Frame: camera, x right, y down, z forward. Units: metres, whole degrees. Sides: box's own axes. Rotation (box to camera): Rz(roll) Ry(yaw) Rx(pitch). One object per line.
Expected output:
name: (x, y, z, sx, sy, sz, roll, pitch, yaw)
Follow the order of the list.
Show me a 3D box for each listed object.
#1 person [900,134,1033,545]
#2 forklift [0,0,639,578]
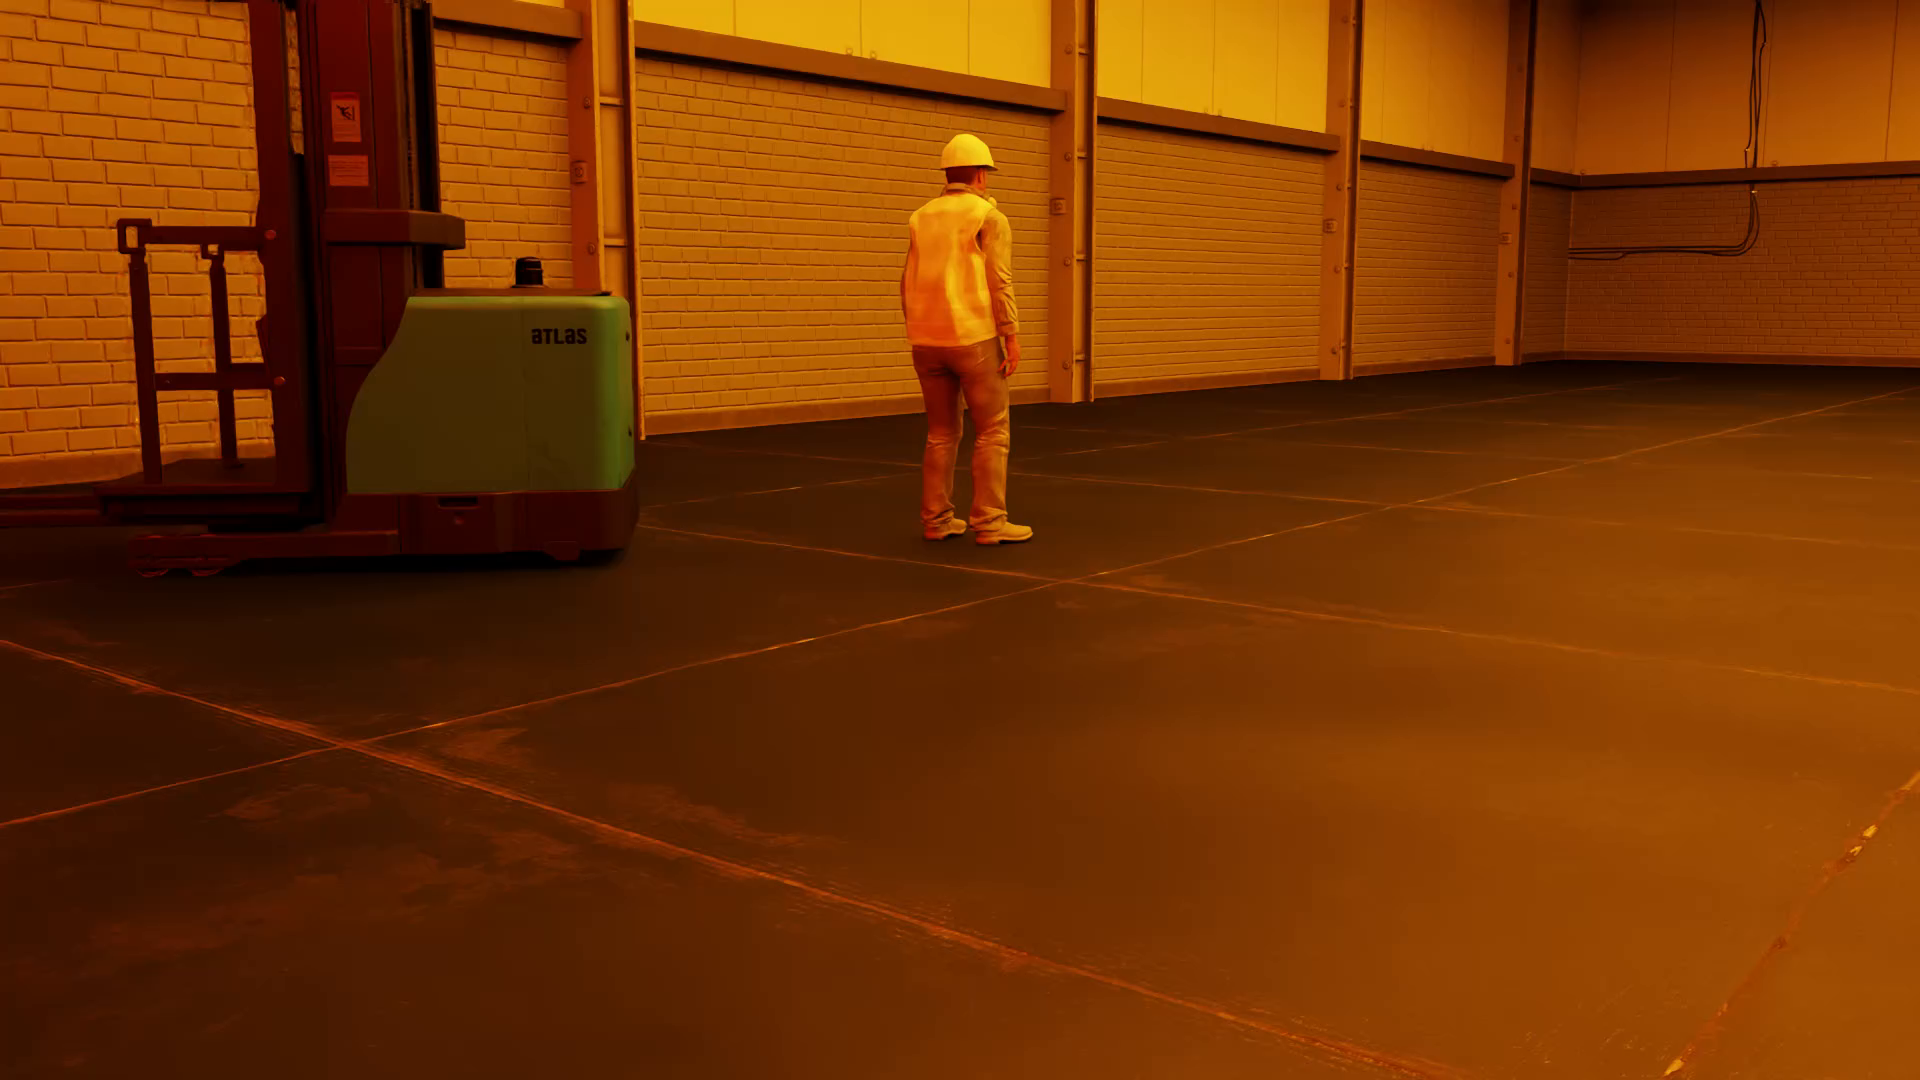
person: (0.008, -0.879, 7.301, 0.580, 1.770, 0.463, 6, 10, 37)
forklift: (-2.907, -1.387, 6.758, 3.031, 2.935, 1.130, -1, 8, -8)
